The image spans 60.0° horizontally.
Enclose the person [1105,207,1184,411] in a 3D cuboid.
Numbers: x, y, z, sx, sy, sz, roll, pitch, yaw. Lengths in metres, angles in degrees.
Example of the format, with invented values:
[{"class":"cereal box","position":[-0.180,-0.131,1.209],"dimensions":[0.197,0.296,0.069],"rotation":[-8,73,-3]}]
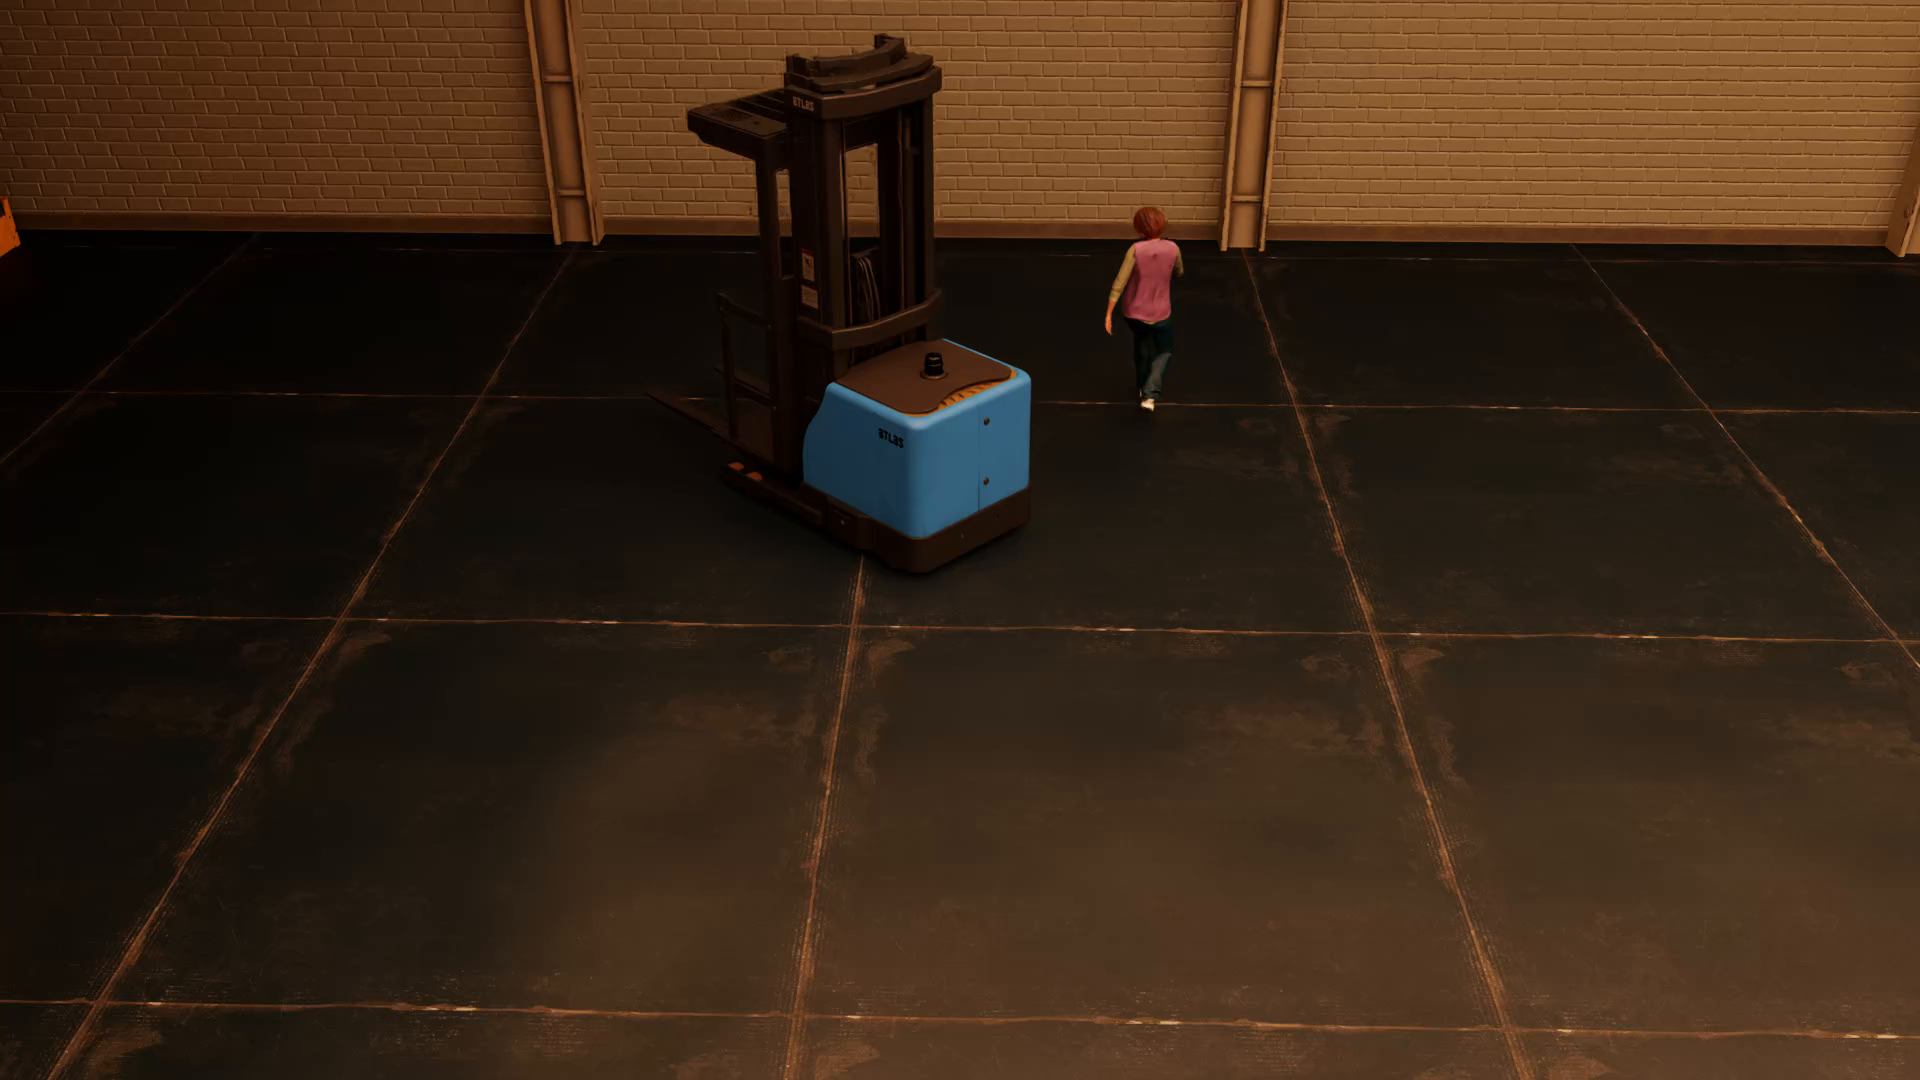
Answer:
[{"class":"person","position":[1.317,-1.631,11.797],"dimensions":[0.465,1.519,0.720],"rotation":[8,31,13]}]

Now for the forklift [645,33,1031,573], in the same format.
[{"class":"forklift","position":[-0.946,-1.710,10.514],"dimensions":[1.130,2.935,3.031],"rotation":[-27,40,-37]}]
